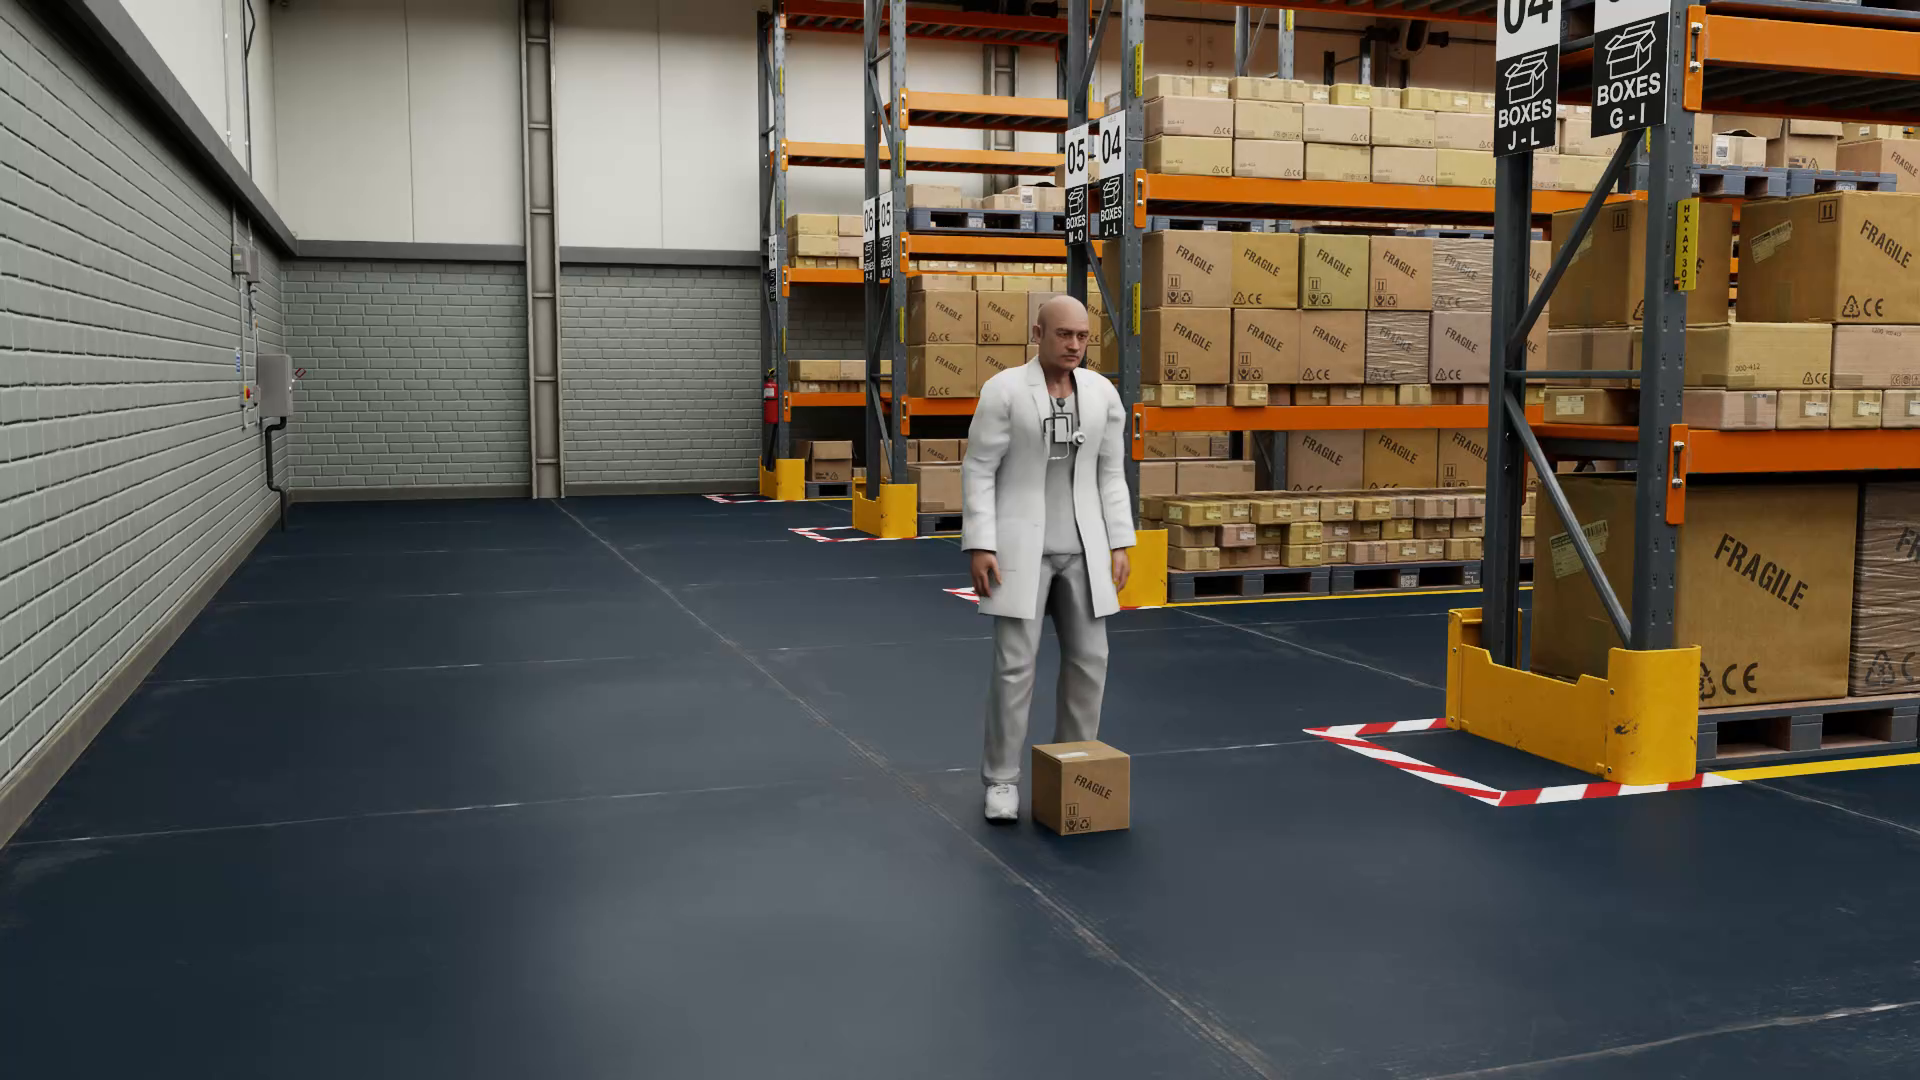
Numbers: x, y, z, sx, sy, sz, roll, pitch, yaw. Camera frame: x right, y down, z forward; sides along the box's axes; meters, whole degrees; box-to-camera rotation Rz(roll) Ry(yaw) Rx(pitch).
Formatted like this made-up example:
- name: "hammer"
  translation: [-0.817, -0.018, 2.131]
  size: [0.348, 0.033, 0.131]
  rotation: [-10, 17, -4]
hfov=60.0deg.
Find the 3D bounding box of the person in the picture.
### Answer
- name: "person"
  translation: [0.312, 0.050, 5.758]
  size: [0.640, 1.773, 0.426]
  rotation: [-2, 6, -19]
